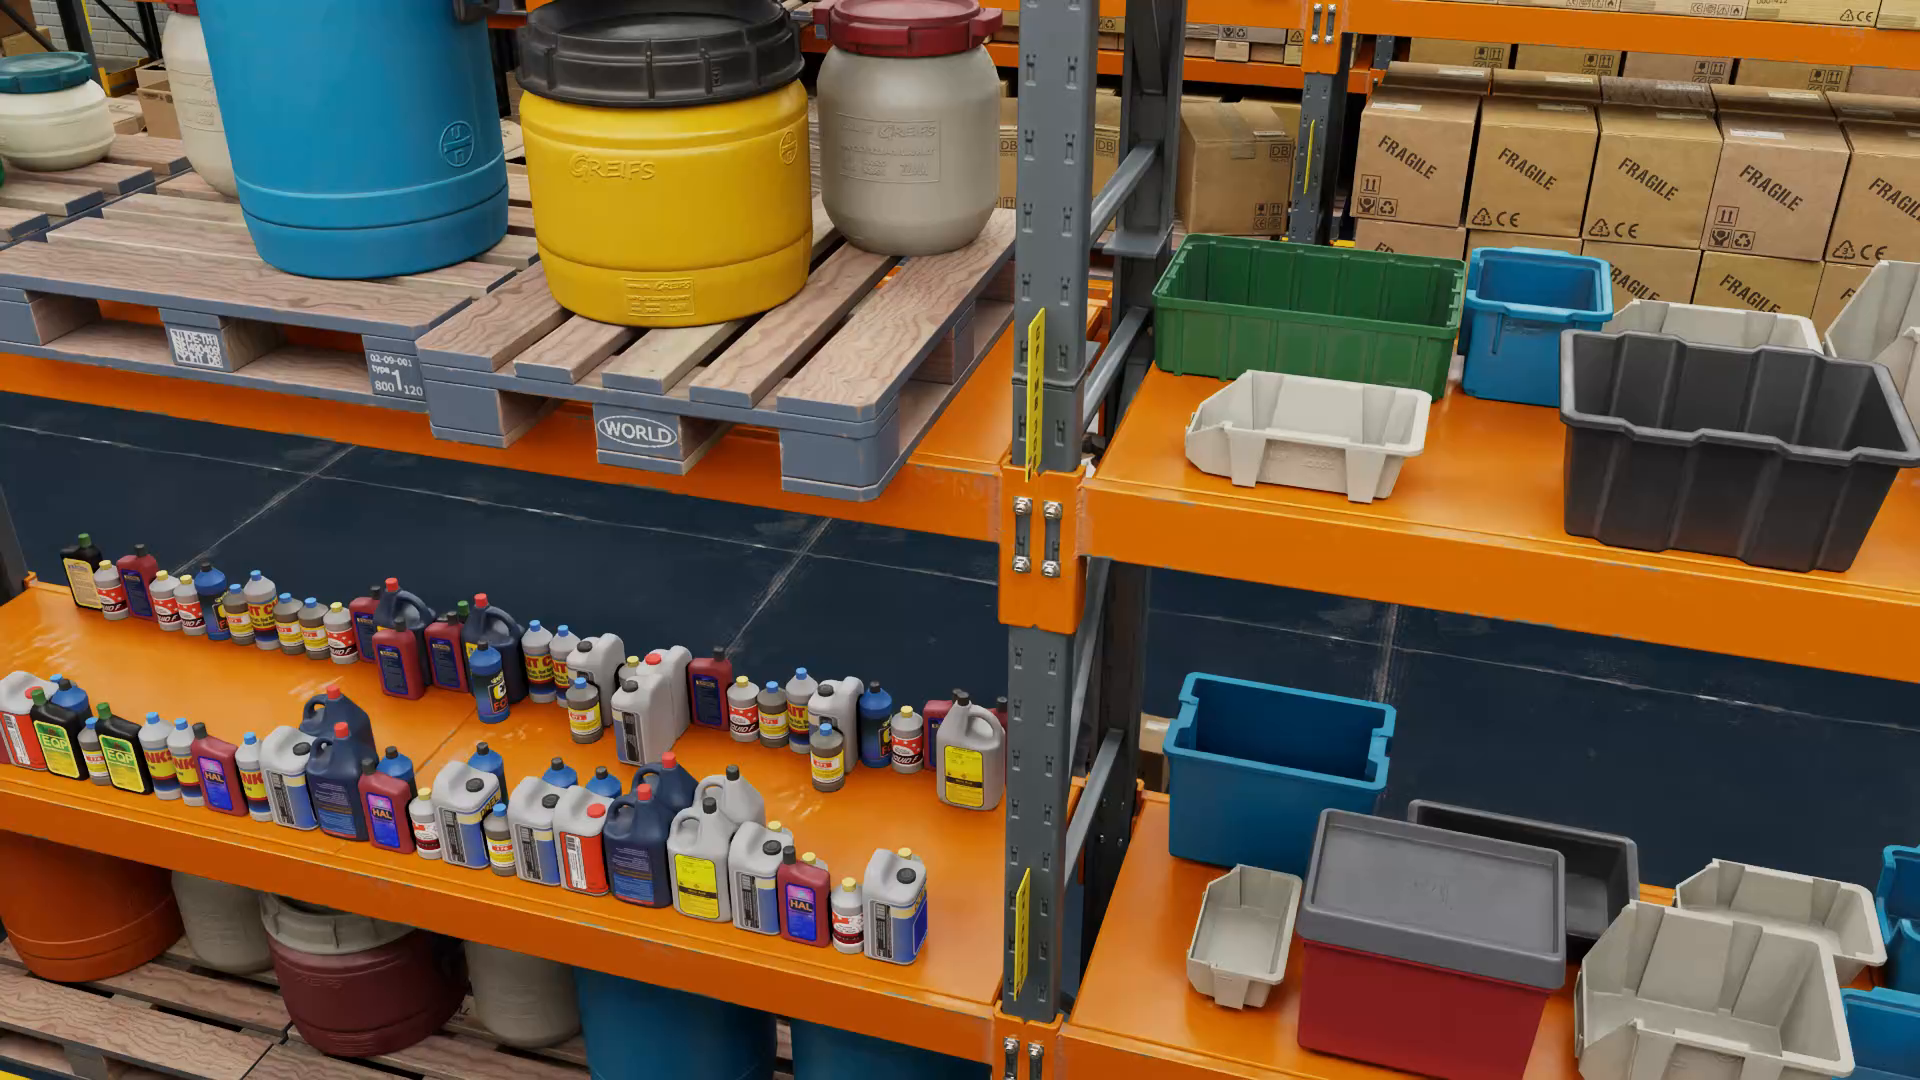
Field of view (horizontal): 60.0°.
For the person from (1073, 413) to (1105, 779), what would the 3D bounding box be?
[{"bbox_3d":[0.541,0.263,6.663,0.427,1.656,0.511,7,30,12],"label":"person"}]
